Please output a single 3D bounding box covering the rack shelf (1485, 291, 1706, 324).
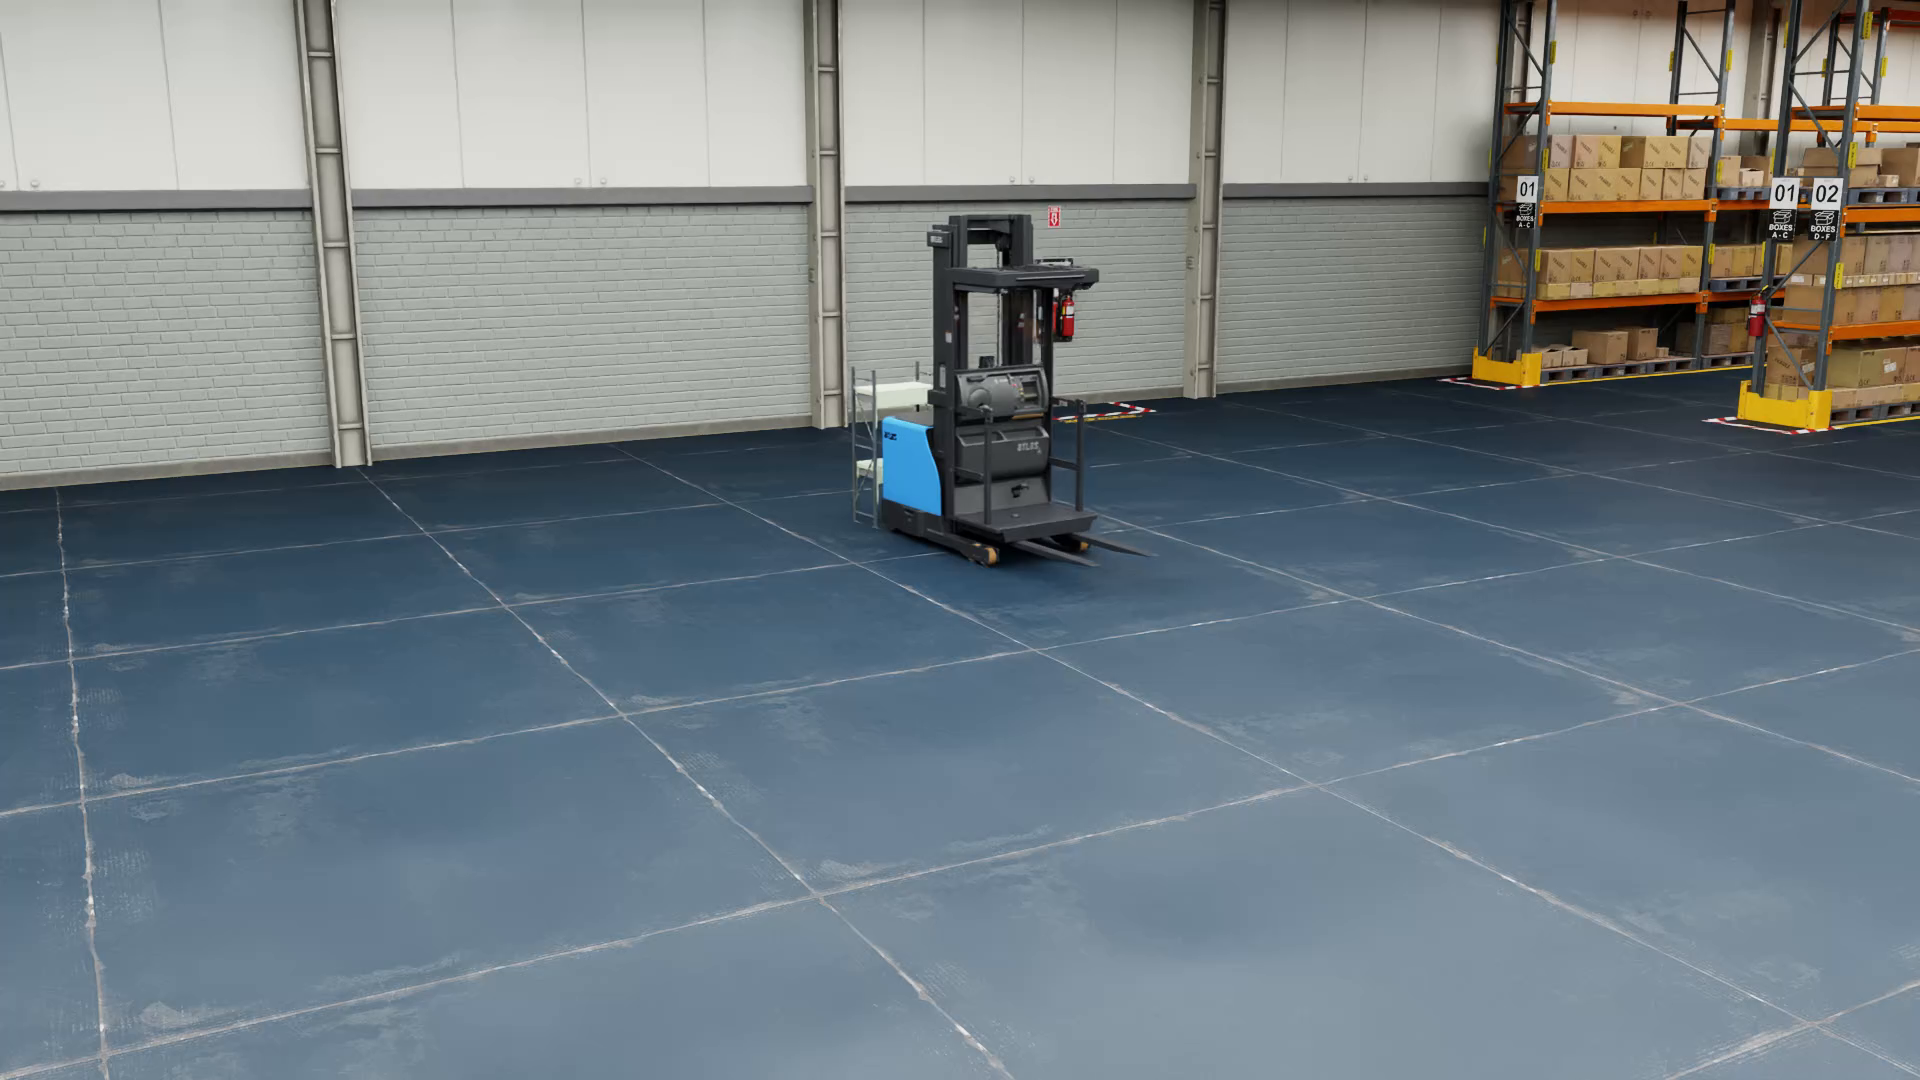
[{"bbox_3d":[10.373,-3.843,27.132,4.000,0.370,1.077,-7,14,-28],"label":"rack shelf"}]

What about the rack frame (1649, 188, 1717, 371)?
[{"bbox_3d":[12.129,-4.404,27.988,0.127,3.000,1.000,-7,14,-28],"label":"rack frame"}]

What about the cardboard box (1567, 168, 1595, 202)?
[{"bbox_3d":[9.520,-5.542,25.938,0.500,0.500,0.500,-6,14,-24],"label":"cardboard box"}]

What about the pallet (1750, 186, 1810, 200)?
[{"bbox_3d":[13.630,-5.930,28.364,1.003,0.211,1.213,-7,14,-28],"label":"pallet"}]

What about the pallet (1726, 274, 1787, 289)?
[{"bbox_3d":[13.922,-4.515,28.918,1.213,0.211,1.003,-7,14,-28],"label":"pallet"}]

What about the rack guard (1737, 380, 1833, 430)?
[{"bbox_3d":[10.973,-1.807,22.141,0.348,0.500,1.175,-7,14,-28],"label":"rack guard"}]

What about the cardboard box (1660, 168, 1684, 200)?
[{"bbox_3d":[11.354,-5.775,26.972,0.500,0.500,0.500,-8,15,-33],"label":"cardboard box"}]

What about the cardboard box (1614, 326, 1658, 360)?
[{"bbox_3d":[11.237,-3.282,27.695,0.500,0.500,0.500,-8,15,-32],"label":"cardboard box"}]

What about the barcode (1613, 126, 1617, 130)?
[{"bbox_3d":[10.703,-6.731,27.169,0.075,0.075,0.001,-7,14,-28],"label":"barcode"}]

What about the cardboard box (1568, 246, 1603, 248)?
[{"bbox_3d":[10.270,-4.536,27.160,0.500,0.500,0.500,-7,14,-27],"label":"cardboard box"}]

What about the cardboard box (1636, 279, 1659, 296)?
[{"bbox_3d":[10.983,-4.126,27.047,0.500,0.250,0.500,-7,14,-28],"label":"cardboard box"}]

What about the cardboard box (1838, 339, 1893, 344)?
[{"bbox_3d":[12.633,-2.533,23.270,0.500,0.500,0.500,-7,14,-28],"label":"cardboard box"}]

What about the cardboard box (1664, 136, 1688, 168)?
[{"bbox_3d":[11.340,-6.249,26.803,0.500,0.500,0.500,-6,14,-25],"label":"cardboard box"}]

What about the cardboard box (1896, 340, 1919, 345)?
[{"bbox_3d":[13.322,-2.485,23.057,0.500,0.500,0.500,-7,14,-28],"label":"cardboard box"}]

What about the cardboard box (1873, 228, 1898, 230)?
[{"bbox_3d":[17.268,-5.653,30.878,0.500,0.250,0.500,-7,15,-29],"label":"cardboard box"}]

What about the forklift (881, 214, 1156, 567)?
[{"bbox_3d":[0.497,-1.322,14.448,1.130,2.935,3.031,-8,15,-33],"label":"forklift"}]

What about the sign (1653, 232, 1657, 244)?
[{"bbox_3d":[11.860,-5.076,28.334,0.005,0.325,0.100,-7,14,-28],"label":"sign"}]

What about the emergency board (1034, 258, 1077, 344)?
[{"bbox_3d":[1.364,-3.340,23.259,0.643,1.169,0.194,-7,14,-28],"label":"emergency board"}]

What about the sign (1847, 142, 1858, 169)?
[{"bbox_3d":[11.255,-4.850,20.966,0.005,0.325,0.100,-7,14,-28],"label":"sign"}]

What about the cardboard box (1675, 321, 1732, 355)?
[{"bbox_3d":[12.767,-3.480,28.572,0.500,0.500,0.700,-6,14,-26],"label":"cardboard box"}]

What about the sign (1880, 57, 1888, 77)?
[{"bbox_3d":[15.908,-8.143,28.628,0.005,0.325,0.100,-7,14,-28],"label":"sign"}]

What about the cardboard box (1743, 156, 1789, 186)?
[{"bbox_3d":[13.729,-6.293,28.365,0.500,0.500,0.500,-7,15,-30],"label":"cardboard box"}]

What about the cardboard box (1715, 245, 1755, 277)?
[{"bbox_3d":[13.086,-4.772,28.392,0.500,0.500,0.700,-5,14,-22],"label":"cardboard box"}]

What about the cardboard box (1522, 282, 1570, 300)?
[{"bbox_3d":[9.198,-3.910,26.089,0.500,0.250,0.500,-7,15,-29],"label":"cardboard box"}]

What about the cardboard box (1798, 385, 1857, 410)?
[{"bbox_3d":[11.572,-1.906,22.194,0.500,0.250,0.500,-7,14,-28],"label":"cardboard box"}]

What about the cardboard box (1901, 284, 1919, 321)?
[{"bbox_3d":[12.768,-3.288,22.800,0.500,0.500,0.700,-6,14,-26],"label":"cardboard box"}]

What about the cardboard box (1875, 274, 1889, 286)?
[{"bbox_3d":[12.115,-3.475,22.152,0.250,0.149,0.380,-7,14,-29],"label":"cardboard box"}]

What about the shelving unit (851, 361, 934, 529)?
[{"bbox_3d":[-0.607,-0.924,15.938,0.755,1.500,0.431,-9,15,-35],"label":"shelving unit"}]

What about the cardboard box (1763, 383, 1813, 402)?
[{"bbox_3d":[11.324,-2.006,22.637,0.500,0.250,0.500,-7,14,-28],"label":"cardboard box"}]

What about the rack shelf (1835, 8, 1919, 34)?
[{"bbox_3d":[17.395,-9.233,29.848,4.000,0.370,1.077,-7,14,-28],"label":"rack shelf"}]

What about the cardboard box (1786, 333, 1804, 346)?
[{"bbox_3d":[14.525,-3.703,29.561,0.500,0.500,0.700,-7,14,-28],"label":"cardboard box"}]

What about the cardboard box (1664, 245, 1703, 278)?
[{"bbox_3d":[11.862,-4.597,27.434,0.500,0.500,0.500,-7,14,-28],"label":"cardboard box"}]

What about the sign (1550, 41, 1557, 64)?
[{"bbox_3d":[8.878,-7.300,24.884,0.005,0.325,0.100,-7,14,-28],"label":"sign"}]

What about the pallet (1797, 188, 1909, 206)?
[{"bbox_3d":[11.628,-4.519,21.867,1.213,0.211,1.003,-7,14,-28],"label":"pallet"}]

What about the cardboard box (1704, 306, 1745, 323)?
[{"bbox_3d":[13.152,-3.893,28.699,0.500,0.250,0.500,-7,15,-29],"label":"cardboard box"}]

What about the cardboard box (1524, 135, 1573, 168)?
[{"bbox_3d":[9.072,-5.987,25.638,0.500,0.500,0.500,-8,15,-32],"label":"cardboard box"}]

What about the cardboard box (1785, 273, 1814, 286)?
[{"bbox_3d":[11.239,-3.471,22.138,0.250,0.149,0.380,-7,15,-29],"label":"cardboard box"}]

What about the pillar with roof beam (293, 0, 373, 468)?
[{"bbox_3d":[-4.919,-4.427,14.427,0.400,9.000,9.100,-7,14,-28],"label":"pillar with roof beam"}]

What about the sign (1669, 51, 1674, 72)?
[{"bbox_3d":[11.858,-7.970,27.682,0.005,0.325,0.100,-7,14,-28],"label":"sign"}]

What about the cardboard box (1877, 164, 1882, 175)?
[{"bbox_3d":[12.367,-4.953,22.521,0.500,0.311,0.500,-5,14,-21],"label":"cardboard box"}]

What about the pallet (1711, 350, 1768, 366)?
[{"bbox_3d":[13.883,-3.255,29.234,1.213,0.211,1.003,-7,14,-28],"label":"pallet"}]

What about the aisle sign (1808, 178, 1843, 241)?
[{"bbox_3d":[11.084,-4.231,21.300,0.004,0.787,0.394,-7,14,-28],"label":"aisle sign"}]

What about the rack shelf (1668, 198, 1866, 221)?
[{"bbox_3d":[13.884,-5.727,28.673,4.000,0.370,1.077,-7,14,-28],"label":"rack shelf"}]

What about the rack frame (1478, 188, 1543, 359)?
[{"bbox_3d":[8.618,-3.983,26.118,0.127,3.000,1.000,-7,14,-28],"label":"rack frame"}]

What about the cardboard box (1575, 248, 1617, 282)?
[{"bbox_3d":[10.076,-4.381,26.474,0.500,0.500,0.500,-7,15,-30],"label":"cardboard box"}]

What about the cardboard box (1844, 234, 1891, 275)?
[{"bbox_3d":[11.916,-3.819,22.207,0.500,0.500,0.700,-7,15,-29],"label":"cardboard box"}]

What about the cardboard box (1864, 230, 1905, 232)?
[{"bbox_3d":[16.633,-5.449,29.973,0.500,0.250,0.500,-7,14,-29],"label":"cardboard box"}]

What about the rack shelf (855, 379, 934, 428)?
[{"bbox_3d":[-0.607,-1.304,15.853,0.720,0.370,0.431,-9,15,-35],"label":"rack shelf"}]
